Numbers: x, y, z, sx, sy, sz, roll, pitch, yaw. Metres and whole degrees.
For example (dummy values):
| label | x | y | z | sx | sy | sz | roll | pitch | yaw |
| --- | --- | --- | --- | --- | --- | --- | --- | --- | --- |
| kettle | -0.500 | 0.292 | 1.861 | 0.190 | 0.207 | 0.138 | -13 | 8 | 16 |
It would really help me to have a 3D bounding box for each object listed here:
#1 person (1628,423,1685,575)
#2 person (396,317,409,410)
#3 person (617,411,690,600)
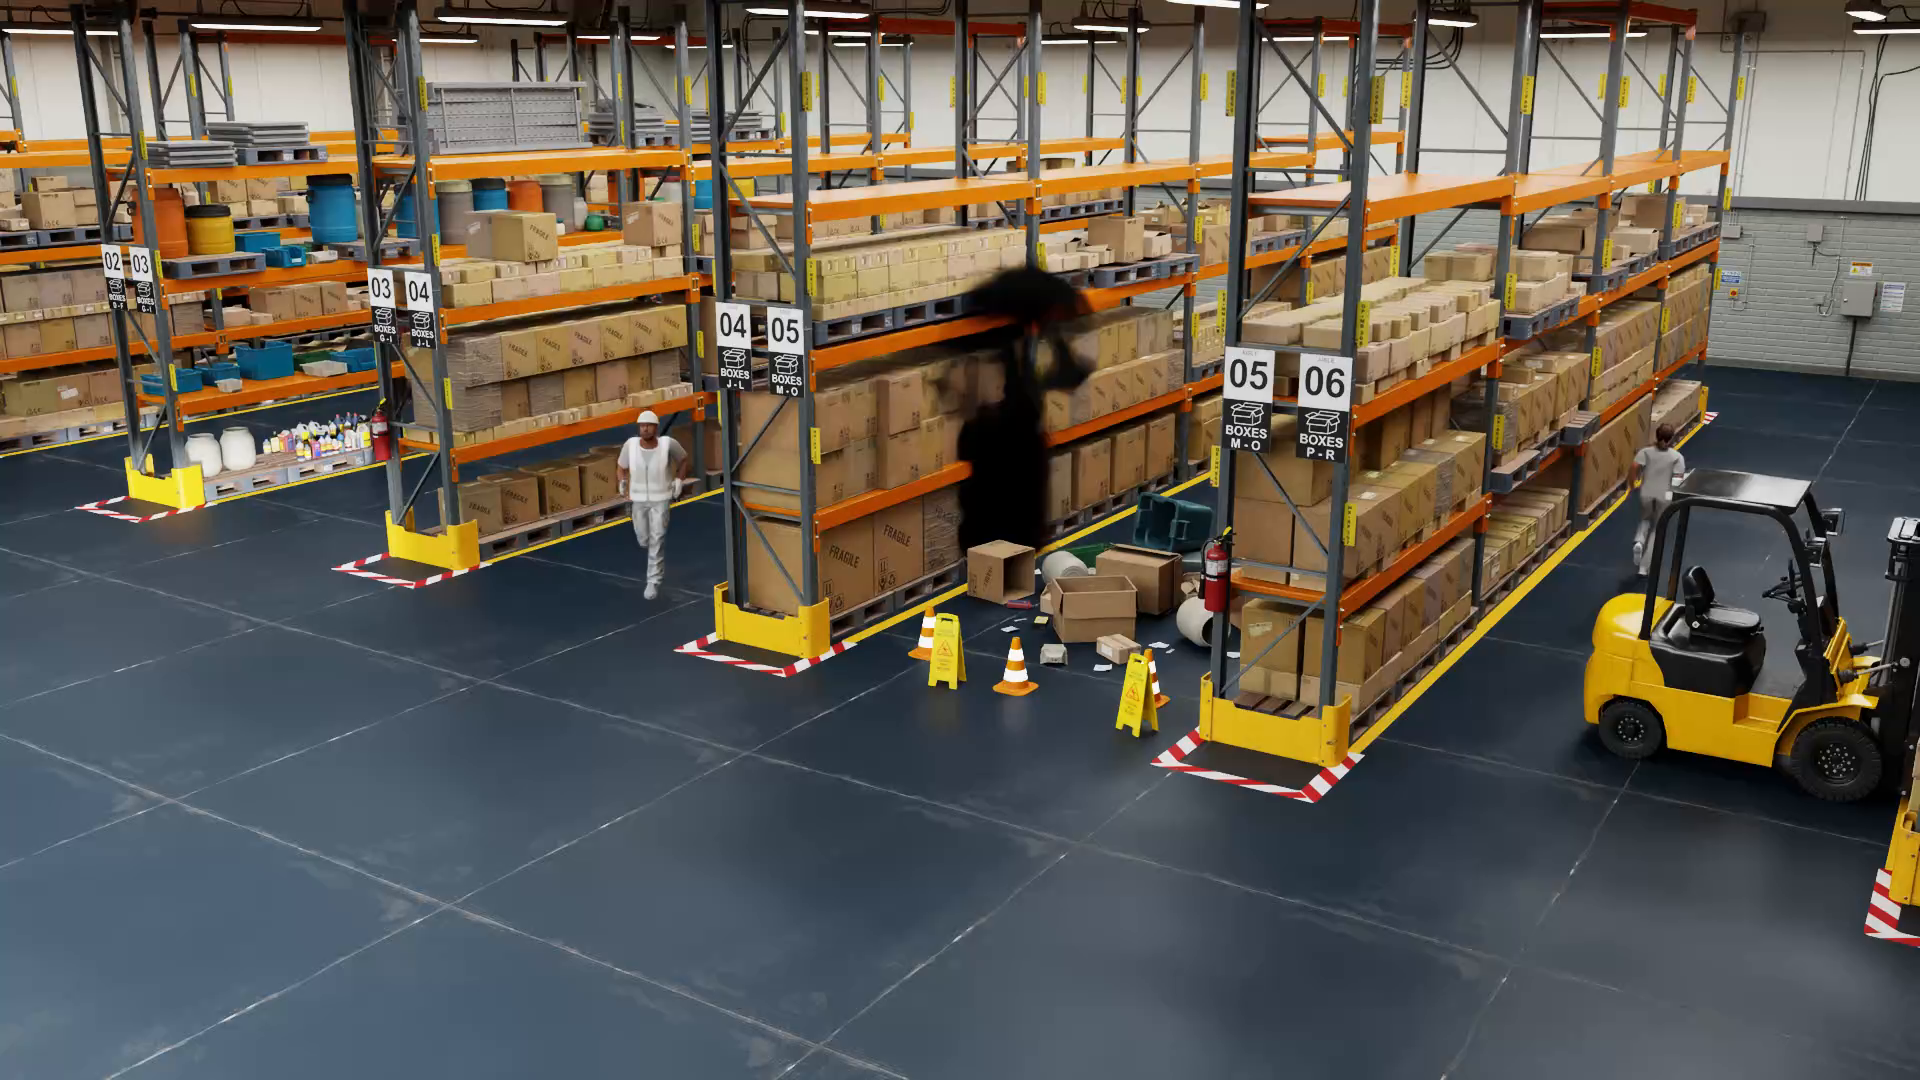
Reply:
| label | x | y | z | sx | sy | sz | roll | pitch | yaw |
| --- | --- | --- | --- | --- | --- | --- | --- | --- | --- |
| person | 7.450 | -0.459 | 17.831 | 0.543 | 1.624 | 0.636 | 9 | 18 | 30 |
| person | -8.898 | -3.010 | 26.992 | 0.753 | 1.744 | 1.055 | 6 | 17 | 22 |
| person | -3.009 | -0.395 | 16.348 | 0.691 | 1.803 | 0.851 | 1 | 16 | 2 |
